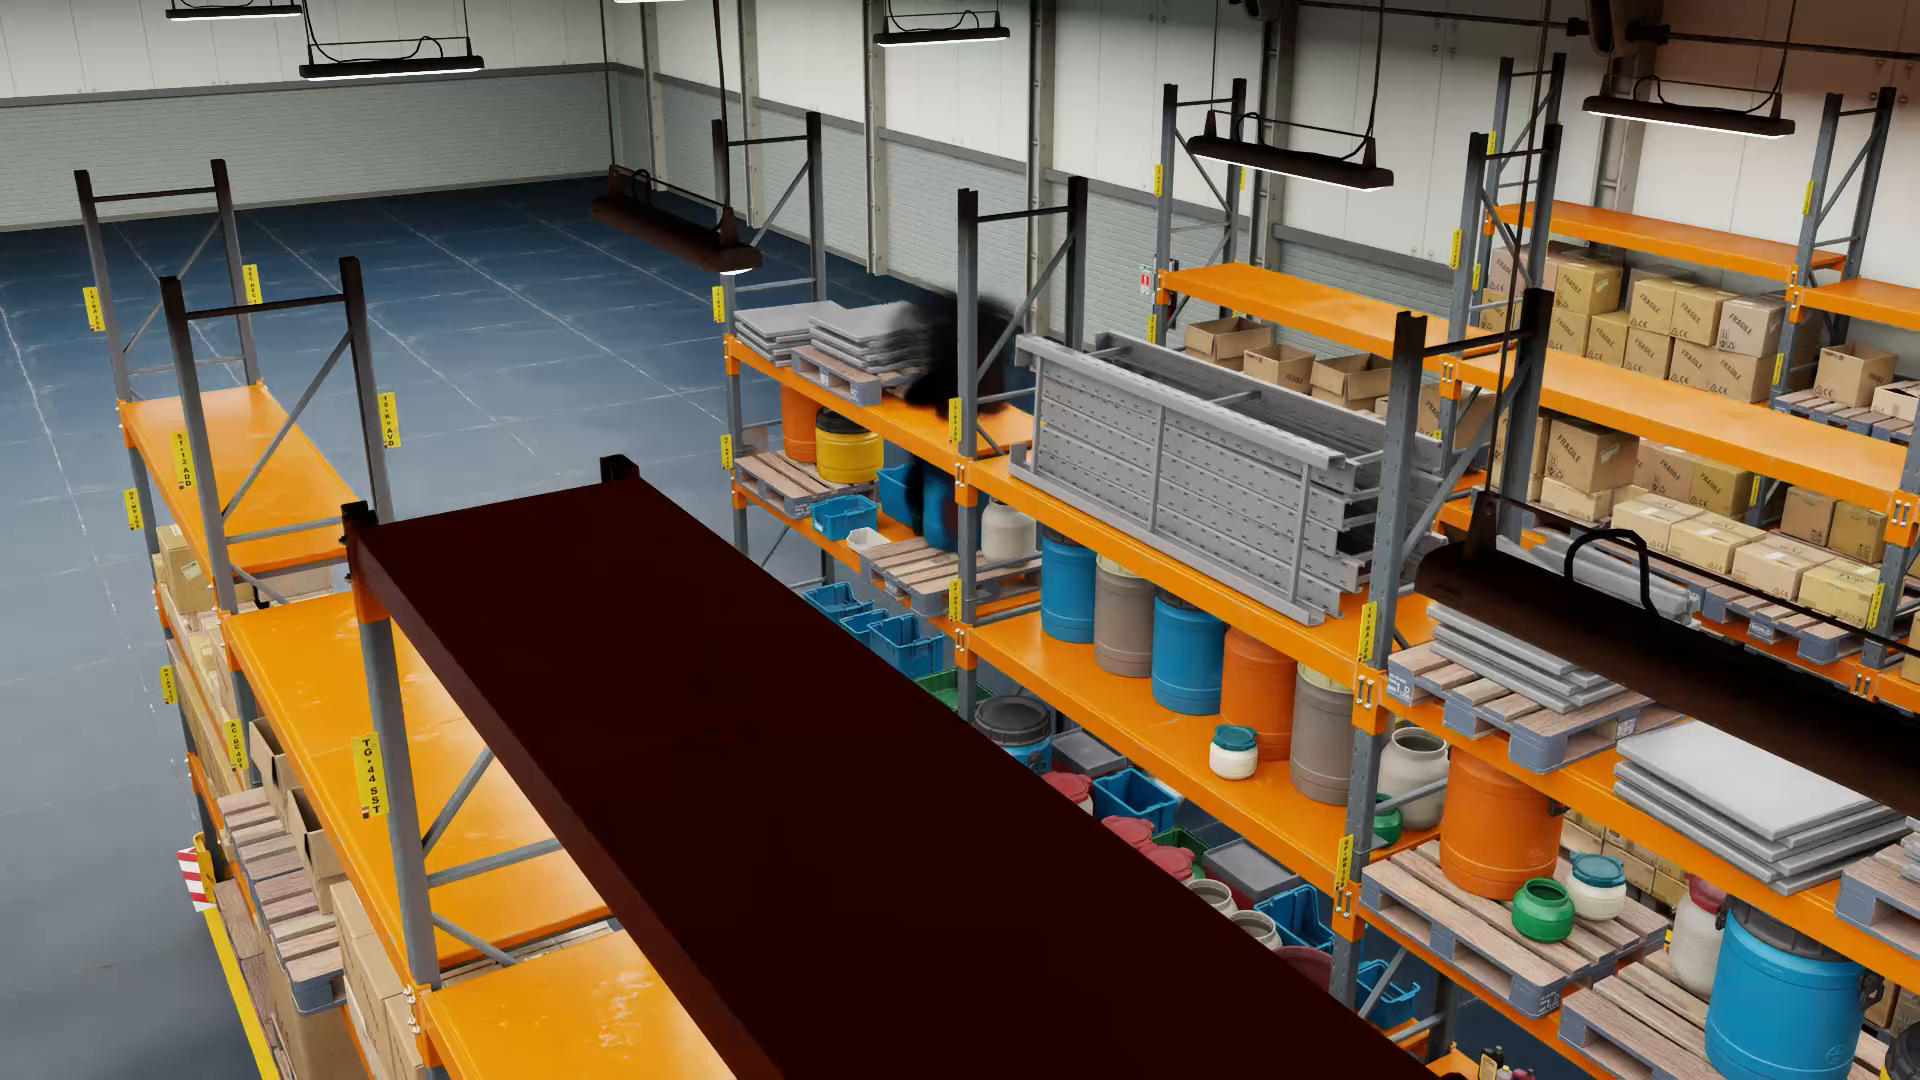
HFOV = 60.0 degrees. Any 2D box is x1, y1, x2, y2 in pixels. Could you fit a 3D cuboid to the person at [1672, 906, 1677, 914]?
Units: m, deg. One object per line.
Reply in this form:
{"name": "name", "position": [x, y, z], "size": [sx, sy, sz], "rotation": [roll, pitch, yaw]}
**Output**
{"name": "person", "position": [5.244, 3.034, 11.598], "size": [0.570, 1.759, 0.752], "rotation": [-16, 27, -34]}

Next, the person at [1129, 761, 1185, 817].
{"name": "person", "position": [1.702, 2.129, 13.920], "size": [0.582, 1.634, 0.630], "rotation": [-3, 22, -8]}
